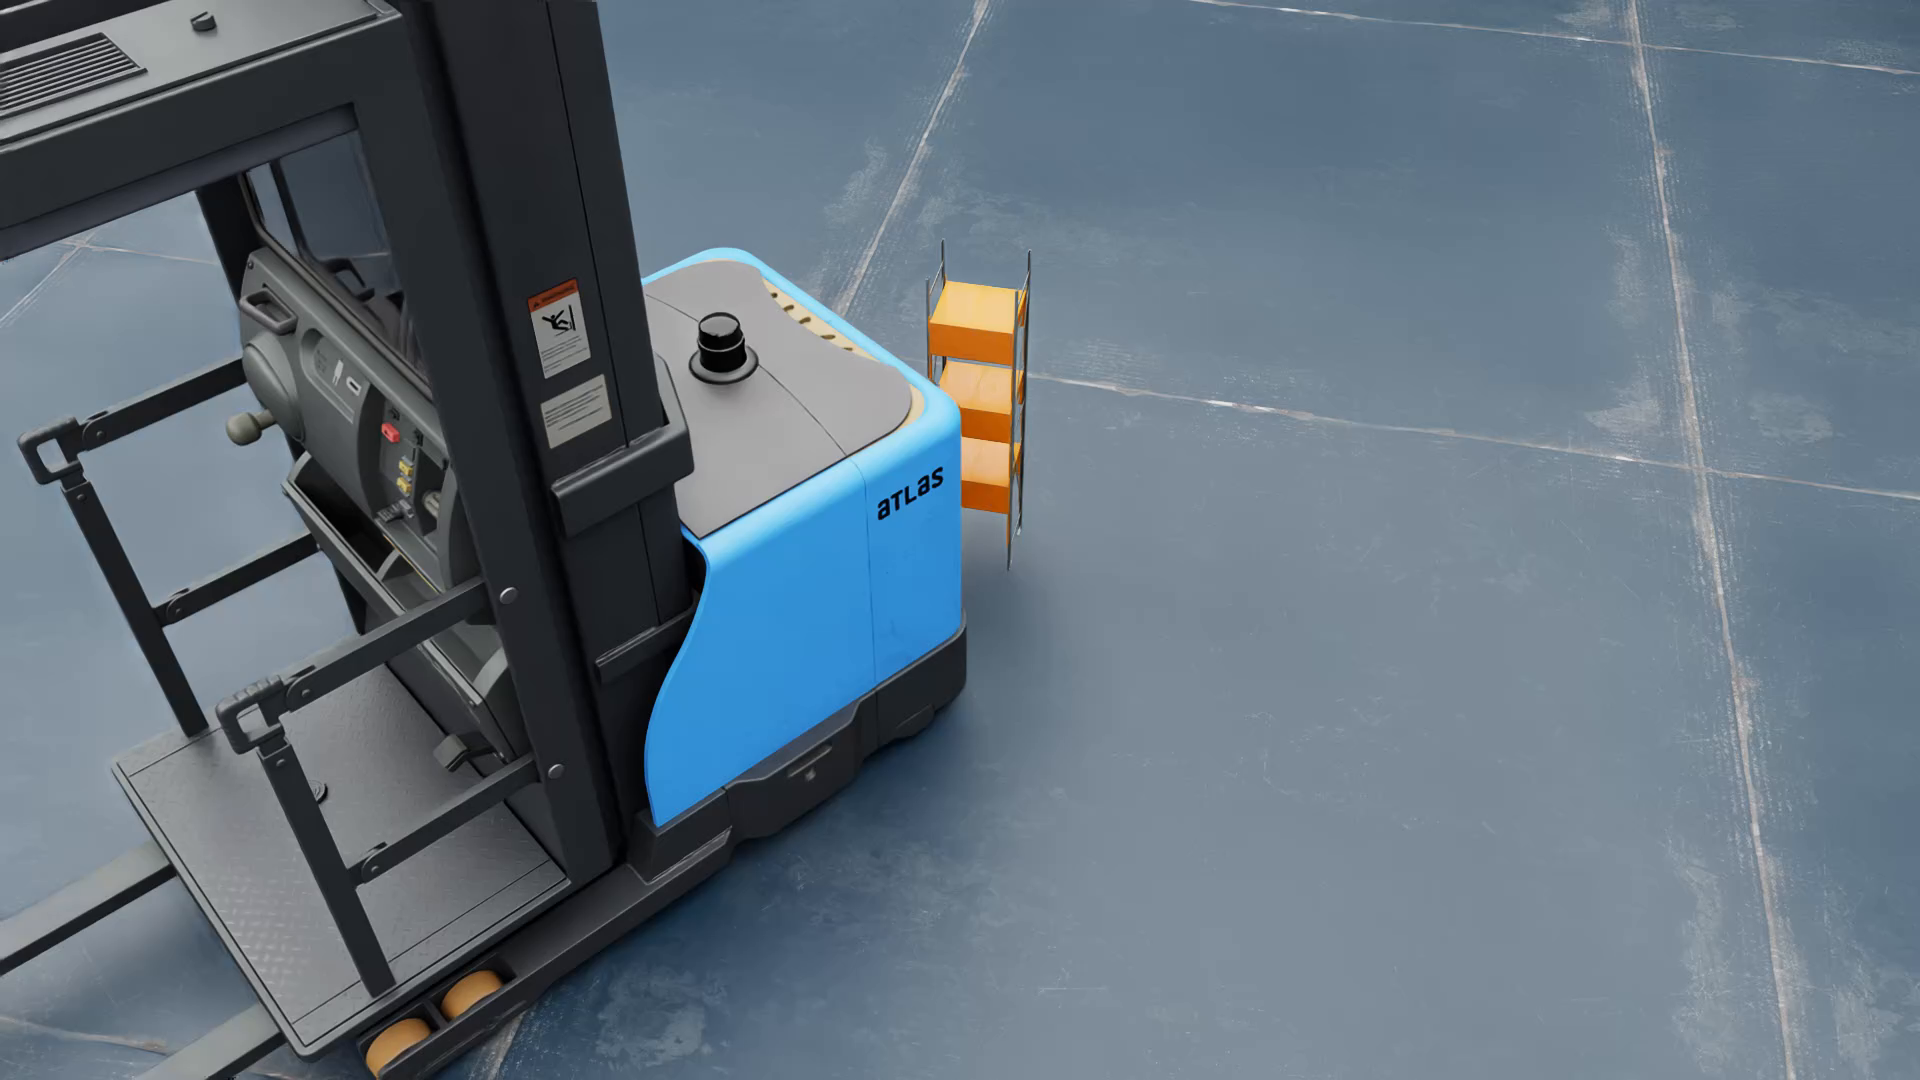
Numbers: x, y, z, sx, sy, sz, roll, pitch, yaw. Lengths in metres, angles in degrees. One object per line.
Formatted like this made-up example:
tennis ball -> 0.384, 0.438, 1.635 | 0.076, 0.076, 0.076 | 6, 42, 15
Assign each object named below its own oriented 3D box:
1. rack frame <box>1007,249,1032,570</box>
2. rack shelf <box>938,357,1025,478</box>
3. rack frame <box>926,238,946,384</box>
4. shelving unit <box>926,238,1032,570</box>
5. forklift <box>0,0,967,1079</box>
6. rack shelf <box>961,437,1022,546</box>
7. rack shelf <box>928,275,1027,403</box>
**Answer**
rack frame -> 0.171, -0.352, 4.858 | 0.008, 1.050, 0.200 | 9, 45, 9
rack shelf -> 0.052, -0.363, 4.885 | 0.240, 0.259, 0.215 | 9, 45, 9
rack frame -> -0.067, -0.389, 4.897 | 0.008, 1.050, 0.200 | 9, 45, 9
shelving unit -> 0.052, -0.370, 4.878 | 0.252, 1.050, 0.215 | 9, 45, 9
forklift -> -1.418, -0.182, 3.326 | 3.031, 2.935, 1.130 | -32, 52, -29
rack shelf -> 0.052, -0.162, 5.078 | 0.240, 0.259, 0.215 | 9, 45, 9
rack shelf -> 0.052, -0.567, 4.688 | 0.240, 0.259, 0.215 | 9, 45, 9
